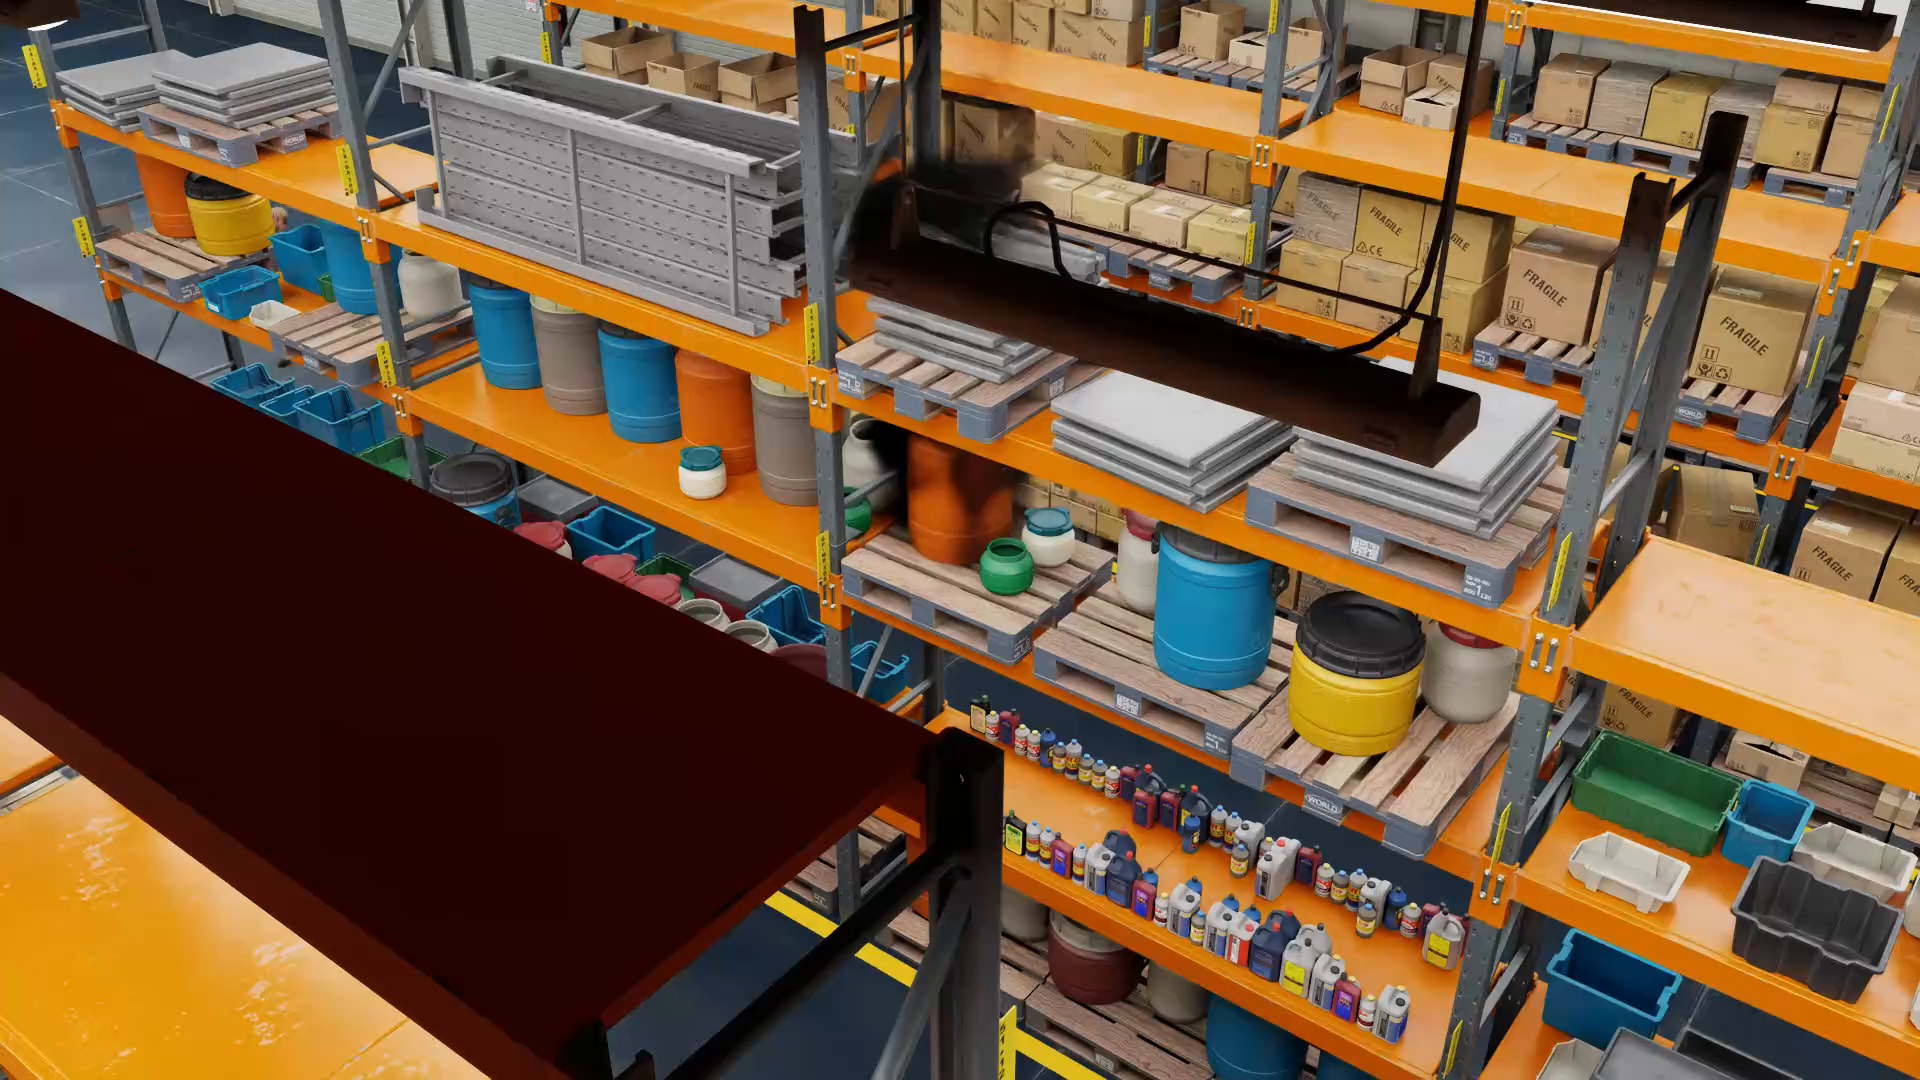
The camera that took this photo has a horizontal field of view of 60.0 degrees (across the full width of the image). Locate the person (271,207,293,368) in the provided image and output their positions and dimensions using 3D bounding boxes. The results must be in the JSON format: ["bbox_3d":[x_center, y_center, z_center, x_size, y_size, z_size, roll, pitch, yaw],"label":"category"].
[{"bbox_3d":[-7.242,-2.811,18.218,0.877,1.757,0.614,-15,34,-23],"label":"person"}]
